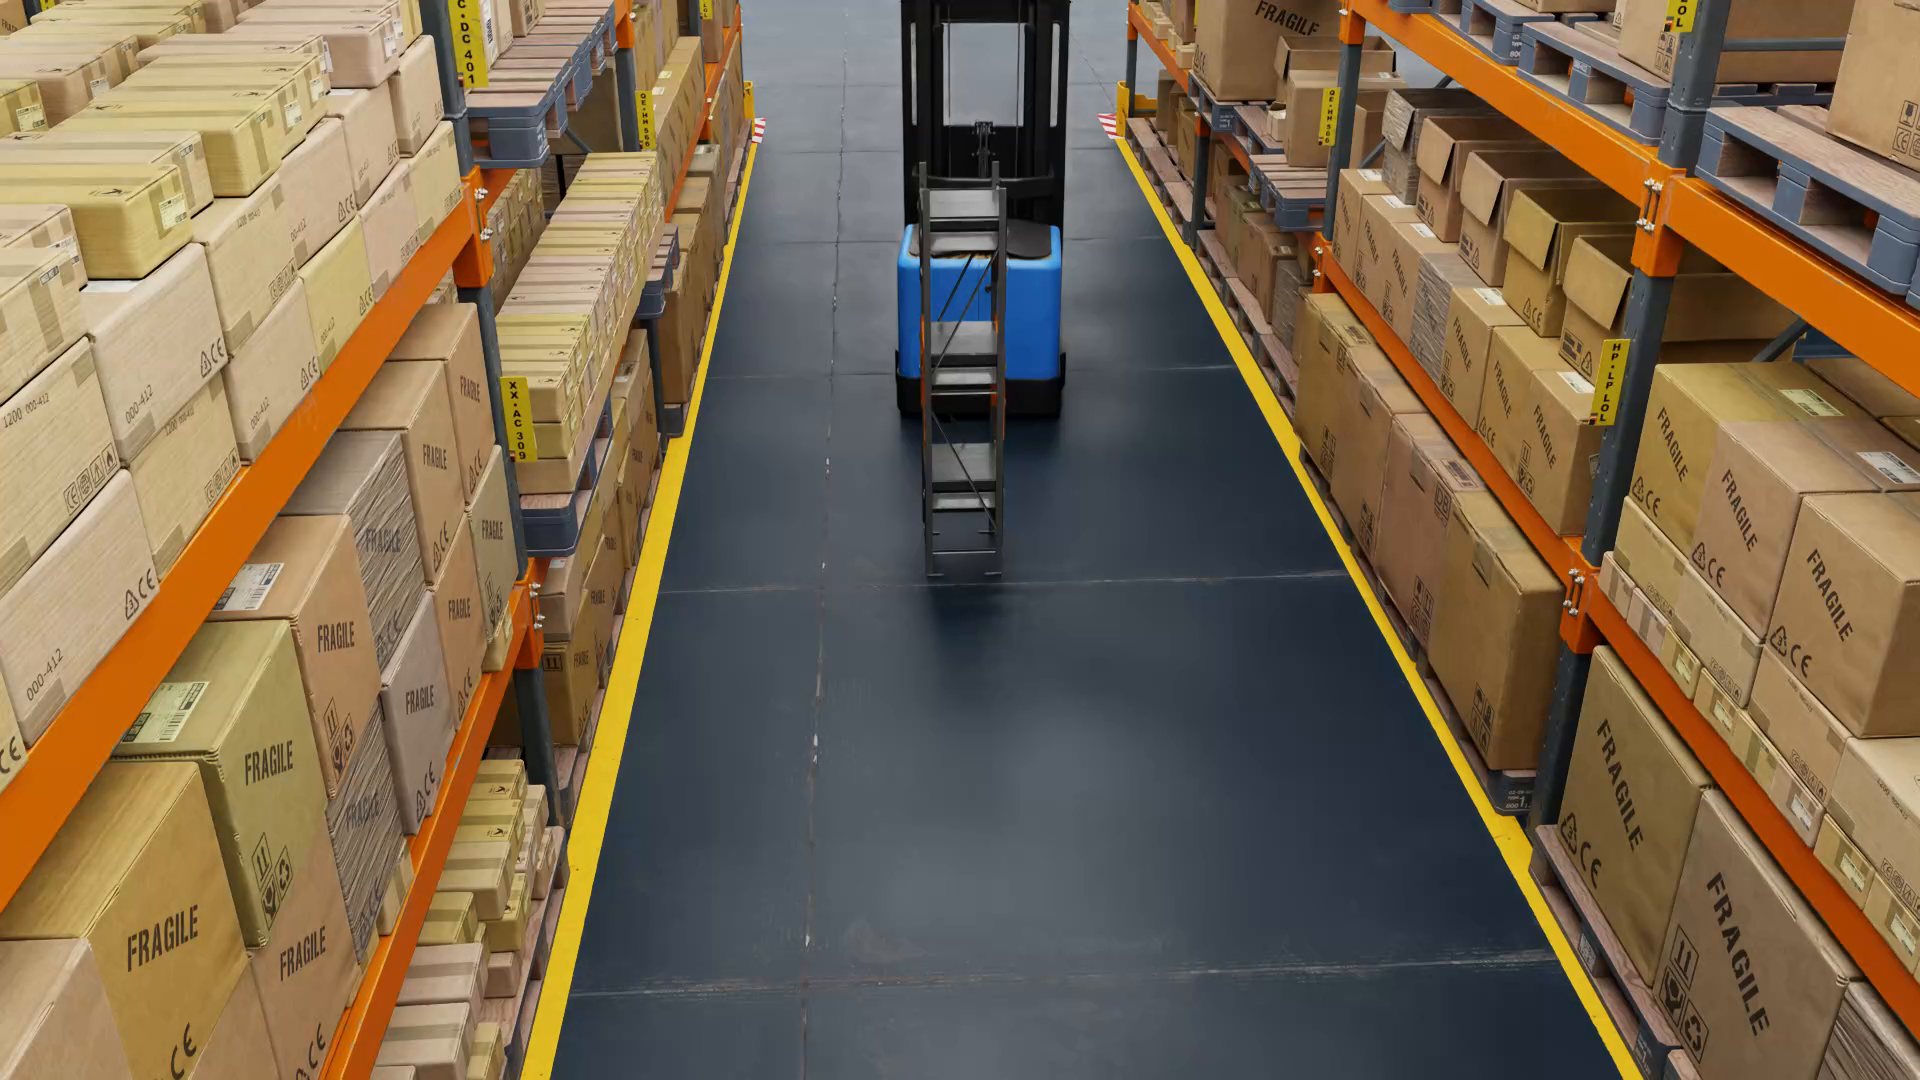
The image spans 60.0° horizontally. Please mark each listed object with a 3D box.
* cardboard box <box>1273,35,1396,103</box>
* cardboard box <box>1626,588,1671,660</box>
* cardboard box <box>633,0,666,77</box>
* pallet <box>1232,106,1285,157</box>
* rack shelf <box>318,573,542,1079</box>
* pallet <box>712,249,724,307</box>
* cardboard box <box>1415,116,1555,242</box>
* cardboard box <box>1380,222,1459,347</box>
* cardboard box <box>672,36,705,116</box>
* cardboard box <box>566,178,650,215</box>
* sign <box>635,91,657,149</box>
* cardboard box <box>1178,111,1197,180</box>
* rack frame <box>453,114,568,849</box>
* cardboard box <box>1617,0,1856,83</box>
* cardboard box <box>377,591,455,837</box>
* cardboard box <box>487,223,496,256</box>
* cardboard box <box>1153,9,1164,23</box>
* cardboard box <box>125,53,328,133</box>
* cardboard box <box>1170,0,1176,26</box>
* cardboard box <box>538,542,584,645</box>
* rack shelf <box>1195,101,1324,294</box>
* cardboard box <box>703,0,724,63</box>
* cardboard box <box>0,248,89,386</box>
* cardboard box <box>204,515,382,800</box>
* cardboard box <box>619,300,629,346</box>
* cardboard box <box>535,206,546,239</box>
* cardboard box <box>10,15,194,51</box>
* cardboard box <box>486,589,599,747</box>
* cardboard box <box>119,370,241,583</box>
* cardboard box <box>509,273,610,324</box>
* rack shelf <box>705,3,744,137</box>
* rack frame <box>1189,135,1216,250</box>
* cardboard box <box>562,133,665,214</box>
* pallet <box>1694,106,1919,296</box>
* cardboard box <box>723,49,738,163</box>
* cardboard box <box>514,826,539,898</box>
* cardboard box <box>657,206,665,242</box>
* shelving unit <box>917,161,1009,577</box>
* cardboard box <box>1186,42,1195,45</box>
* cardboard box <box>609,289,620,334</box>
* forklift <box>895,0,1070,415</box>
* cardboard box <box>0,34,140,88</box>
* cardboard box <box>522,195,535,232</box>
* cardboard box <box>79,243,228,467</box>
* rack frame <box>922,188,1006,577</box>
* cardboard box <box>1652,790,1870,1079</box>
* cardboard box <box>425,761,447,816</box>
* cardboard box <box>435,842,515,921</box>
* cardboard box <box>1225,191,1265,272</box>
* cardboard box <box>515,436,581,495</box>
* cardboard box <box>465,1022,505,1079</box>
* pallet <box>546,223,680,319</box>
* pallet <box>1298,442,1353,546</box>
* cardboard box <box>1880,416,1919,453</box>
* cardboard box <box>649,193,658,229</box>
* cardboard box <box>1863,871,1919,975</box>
[{"bbox_3d":[2.617,-3.226,11.625,0.797,0.503,0.637,1,28,3],"label":"cardboard box"},{"bbox_3d":[2.549,0.280,5.742,0.380,0.149,0.250,-2,28,-4],"label":"cardboard box"},{"bbox_3d":[-2.438,-3.507,11.540,0.700,0.500,0.500,-1,28,-2],"label":"cardboard box"},{"bbox_3d":[2.499,-2.773,11.530,1.003,0.211,1.213,-1,28,-3],"label":"pallet"},{"bbox_3d":[-2.002,1.218,4.449,1.077,0.370,4.000,-1,28,-3],"label":"rack shelf"},{"bbox_3d":[-2.409,-2.128,13.102,1.003,0.211,1.213,-1,28,-3],"label":"pallet"},{"bbox_3d":[2.696,-1.795,8.255,0.797,0.503,0.637,-1,28,-1],"label":"cardboard box"},{"bbox_3d":[2.456,-1.283,8.359,0.500,0.500,0.500,-2,28,-4],"label":"cardboard box"},{"bbox_3d":[-2.230,-3.529,12.664,0.500,0.500,0.500,-2,28,-3],"label":"cardboard box"},{"bbox_3d":[-1.808,-1.758,8.551,0.380,0.149,0.250,-1,28,-1],"label":"cardboard box"},{"bbox_3d":[-1.774,-2.367,9.379,0.100,0.325,0.005,-1,28,-3],"label":"sign"},{"bbox_3d":[2.305,-3.605,15.167,0.500,0.500,0.500,-4,28,-7],"label":"cardboard box"},{"bbox_3d":[-2.107,-0.024,6.053,1.000,3.000,0.127,-1,28,-3],"label":"rack frame"},{"bbox_3d":[2.812,-1.926,5.893,0.700,0.500,0.500,-1,28,-1],"label":"cardboard box"},{"bbox_3d":[-1.749,0.485,4.646,0.500,0.500,0.500,-2,28,-3],"label":"cardboard box"},{"bbox_3d":[-2.415,-1.385,7.837,0.380,0.149,0.250,-1,28,-1],"label":"cardboard box"},{"bbox_3d":[2.034,-4.928,15.727,0.380,0.149,0.250,-1,28,-3],"label":"cardboard box"},{"bbox_3d":[-1.755,-1.067,3.999,0.380,0.149,0.250,-2,28,-5],"label":"cardboard box"},{"bbox_3d":[2.370,-4.870,14.913,0.875,0.500,0.500,-1,28,-3],"label":"cardboard box"},{"bbox_3d":[-1.881,0.218,7.027,0.500,0.250,0.500,-3,28,-5],"label":"cardboard box"},{"bbox_3d":[2.539,-2.549,11.672,1.077,0.370,4.000,-1,28,-3],"label":"rack shelf"},{"bbox_3d":[-2.518,-4.461,14.398,0.875,0.550,0.550,-1,28,-3],"label":"cardboard box"},{"bbox_3d":[-1.636,-0.352,2.628,0.380,0.149,0.250,-1,28,-2],"label":"cardboard box"},{"bbox_3d":[-1.724,0.281,3.957,0.500,0.500,0.500,-2,28,-4],"label":"cardboard box"},{"bbox_3d":[-1.751,-1.012,7.763,0.380,0.149,0.250,-3,28,-5],"label":"cardboard box"},{"bbox_3d":[-2.494,-1.735,9.150,0.380,0.149,0.250,-2,28,-3],"label":"cardboard box"},{"bbox_3d":[-2.283,-1.305,4.456,0.380,0.149,0.250,-2,28,-3],"label":"cardboard box"},{"bbox_3d":[-1.880,0.550,7.201,0.500,0.500,0.500,0,28,-1],"label":"cardboard box"},{"bbox_3d":[-1.729,-0.135,3.184,0.500,0.250,0.500,-2,28,-4],"label":"cardboard box"},{"bbox_3d":[-1.724,-1.037,7.168,0.380,0.149,0.250,-2,28,-3],"label":"cardboard box"},{"bbox_3d":[-2.629,-4.324,15.074,1.077,0.370,4.000,-1,28,-3],"label":"rack shelf"},{"bbox_3d":[2.434,-3.792,13.277,1.000,3.000,0.127,-1,28,-3],"label":"rack frame"},{"bbox_3d":[-2.069,-2.130,9.982,0.500,0.500,0.500,-1,28,-2],"label":"cardboard box"},{"bbox_3d":[2.884,-1.010,4.795,1.003,0.211,1.213,-1,28,-3],"label":"pallet"},{"bbox_3d":[-2.584,-4.092,15.696,0.875,0.875,0.875,-2,28,-3],"label":"cardboard box"},{"bbox_3d":[-1.746,1.184,6.043,0.380,0.149,0.250,-3,28,-5],"label":"cardboard box"},{"bbox_3d":[-1.831,-1.730,9.140,0.380,0.149,0.250,-1,28,-2],"label":"cardboard box"},{"bbox_3d":[0.009,-0.855,8.618,0.431,2.100,0.503,-1,28,-3],"label":"shelving unit"},{"bbox_3d":[2.167,-4.237,14.401,0.380,0.149,0.250,-1,28,-3],"label":"cardboard box"},{"bbox_3d":[-1.741,-1.030,7.477,0.380,0.149,0.250,-2,28,-4],"label":"cardboard box"},{"bbox_3d":[0.173,-2.743,11.339,1.130,2.935,3.031,1,28,2],"label":"forklift"},{"bbox_3d":[-2.315,-1.184,4.223,0.380,0.149,0.250,-2,28,-4],"label":"cardboard box"},{"bbox_3d":[-2.475,-1.725,8.810,0.380,0.149,0.250,0,28,0],"label":"cardboard box"},{"bbox_3d":[-1.704,-0.346,3.048,0.500,0.250,0.500,-1,28,-2],"label":"cardboard box"},{"bbox_3d":[0.021,-0.742,8.402,0.400,2.100,0.015,-1,28,-3],"label":"rack frame"},{"bbox_3d":[2.853,1.381,5.203,0.875,0.875,0.875,-1,28,-3],"label":"cardboard box"},{"bbox_3d":[-1.749,0.699,4.938,0.380,0.149,0.250,-3,28,-5],"label":"cardboard box"},{"bbox_3d":[-1.755,1.179,5.730,0.380,0.149,0.250,-2,28,-3],"label":"cardboard box"},{"bbox_3d":[2.451,-2.374,12.785,0.700,0.500,0.500,-2,28,-3],"label":"cardboard box"},{"bbox_3d":[-1.668,-0.292,6.384,0.380,0.149,0.250,-3,28,-5],"label":"cardboard box"},{"bbox_3d":[-1.692,1.704,5.368,0.380,0.149,0.250,-1,28,-3],"label":"cardboard box"},{"bbox_3d":[-2.172,-1.460,9.013,1.213,0.211,1.003,-1,28,-3],"label":"pallet"},{"bbox_3d":[2.609,-0.343,9.678,1.003,0.211,1.213,-1,28,-3],"label":"pallet"},{"bbox_3d":[3.165,-0.058,5.147,0.500,0.500,0.500,-1,28,-2],"label":"cardboard box"},{"bbox_3d":[-1.819,-1.738,8.835,0.380,0.149,0.250,0,28,-1],"label":"cardboard box"},{"bbox_3d":[2.634,0.999,4.363,0.380,0.149,0.250,-1,28,-2],"label":"cardboard box"}]
